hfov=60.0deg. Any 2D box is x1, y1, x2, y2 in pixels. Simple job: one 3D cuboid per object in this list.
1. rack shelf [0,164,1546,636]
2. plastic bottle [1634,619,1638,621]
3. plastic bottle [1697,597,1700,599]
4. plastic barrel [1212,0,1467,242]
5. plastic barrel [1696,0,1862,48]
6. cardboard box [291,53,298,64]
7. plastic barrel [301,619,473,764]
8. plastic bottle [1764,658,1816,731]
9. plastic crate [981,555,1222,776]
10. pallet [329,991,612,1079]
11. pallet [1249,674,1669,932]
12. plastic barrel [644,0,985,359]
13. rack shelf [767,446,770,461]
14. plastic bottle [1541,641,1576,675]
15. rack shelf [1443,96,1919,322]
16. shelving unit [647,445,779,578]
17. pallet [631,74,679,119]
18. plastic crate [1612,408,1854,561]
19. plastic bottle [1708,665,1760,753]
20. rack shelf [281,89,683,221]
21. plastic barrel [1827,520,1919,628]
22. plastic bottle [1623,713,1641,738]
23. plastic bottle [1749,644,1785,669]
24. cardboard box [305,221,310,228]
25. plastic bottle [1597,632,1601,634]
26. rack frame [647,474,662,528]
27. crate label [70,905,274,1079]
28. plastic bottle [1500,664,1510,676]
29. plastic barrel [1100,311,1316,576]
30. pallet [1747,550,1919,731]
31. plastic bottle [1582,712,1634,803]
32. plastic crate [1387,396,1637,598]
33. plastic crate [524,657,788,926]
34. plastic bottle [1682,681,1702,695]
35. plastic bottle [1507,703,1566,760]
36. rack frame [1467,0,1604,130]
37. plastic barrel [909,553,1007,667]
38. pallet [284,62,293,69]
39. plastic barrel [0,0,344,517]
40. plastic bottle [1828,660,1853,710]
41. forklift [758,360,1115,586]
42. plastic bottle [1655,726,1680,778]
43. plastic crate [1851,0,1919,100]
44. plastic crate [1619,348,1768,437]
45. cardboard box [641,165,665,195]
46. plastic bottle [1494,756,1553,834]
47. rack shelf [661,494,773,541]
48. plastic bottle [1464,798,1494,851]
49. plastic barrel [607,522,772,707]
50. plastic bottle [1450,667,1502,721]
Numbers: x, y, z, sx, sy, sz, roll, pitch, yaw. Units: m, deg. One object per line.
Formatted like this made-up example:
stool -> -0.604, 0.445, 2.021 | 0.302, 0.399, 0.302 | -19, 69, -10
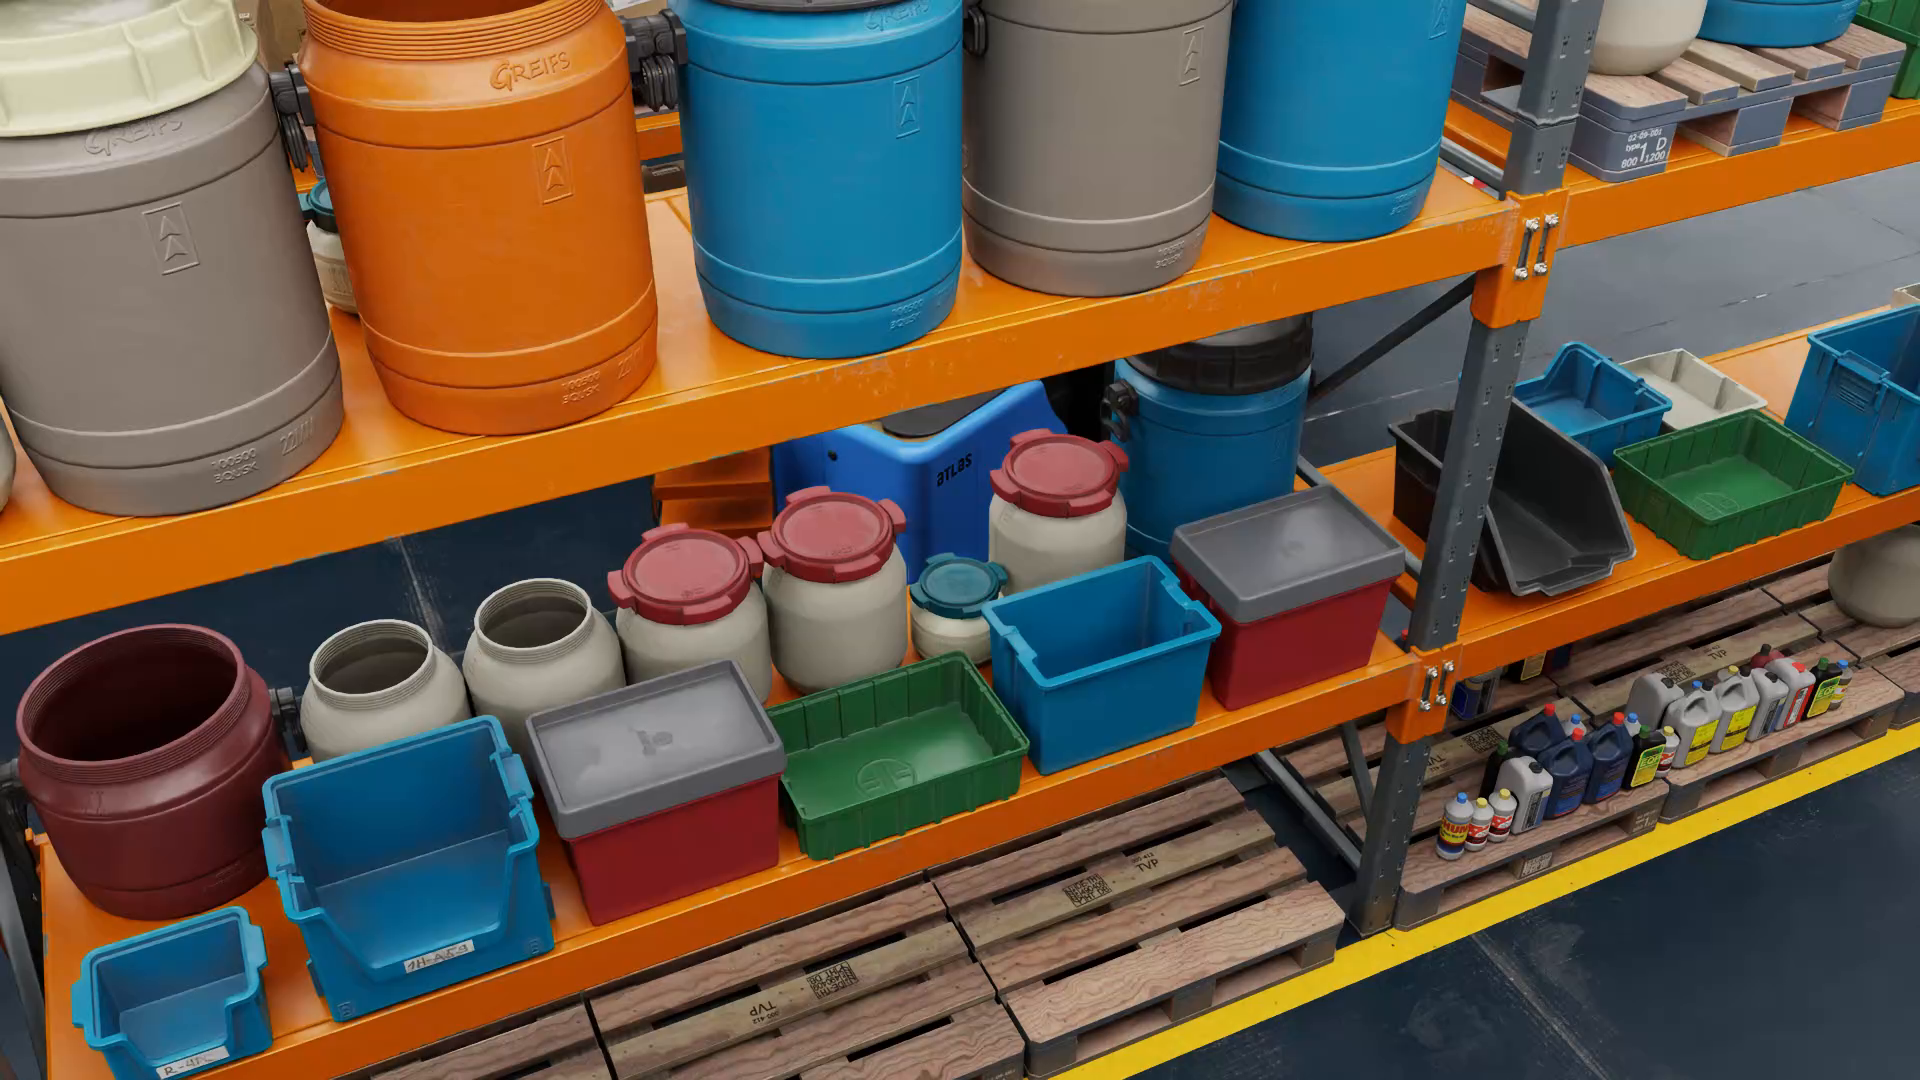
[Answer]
rack shelf -> -0.552, -0.493, 3.983 | 4.000, 0.370, 1.077 | -16, 39, -20
plastic bottle -> 2.796, 0.201, 6.883 | 0.097, 0.271, 0.097 | 0, 37, 0
plastic bottle -> 3.106, 0.114, 6.999 | 0.097, 0.271, 0.097 | 0, 37, 0
plastic barrel -> 0.891, -1.244, 3.971 | 0.708, 0.901, 0.600 | -16, 39, -20
plastic barrel -> 2.205, -1.853, 4.439 | 0.708, 0.901, 0.600 | -16, 39, -20
cardboard box -> -2.852, -2.151, 7.905 | 0.500, 0.250, 0.500 | -17, 40, -21
plastic barrel -> -1.522, 0.508, 4.453 | 0.421, 0.512, 0.421 | 0, 37, 0
plastic bottle -> 3.164, 0.571, 6.379 | 0.135, 0.276, 0.152 | -15, 39, -20
plastic crate -> 0.392, 0.370, 4.747 | 0.575, 0.384, 0.392 | -16, 39, -20
pallet -> -1.645, 1.874, 5.047 | 1.213, 0.211, 1.003 | -16, 39, -20
pallet -> 1.884, 0.889, 6.374 | 1.213, 0.211, 1.003 | -16, 39, -20
plastic barrel -> -0.294, -0.913, 3.524 | 0.708, 0.901, 0.600 | -16, 39, -20
rack shelf -> -1.008, -0.432, 6.666 | 0.480, 0.148, 0.258 | -3, 37, -5
plastic bottle -> 2.380, 0.400, 6.603 | 0.133, 0.283, 0.061 | -16, 39, -20
rack shelf -> 3.069, -1.506, 5.348 | 4.000, 0.370, 1.077 | -16, 39, -20
shelving unit -> -1.008, -0.116, 6.900 | 0.503, 1.200, 0.258 | -3, 37, -5
pallet -> -1.599, -2.563, 8.848 | 1.213, 0.211, 1.003 | -16, 39, -20
plastic crate -> 2.607, -0.190, 5.666 | 0.662, 0.188, 0.450 | -16, 39, -20
plastic bottle -> 2.890, 0.621, 6.250 | 0.185, 0.351, 0.144 | -14, 39, -18
rack shelf -> -2.656, -1.960, 8.478 | 4.000, 0.370, 1.077 | -16, 39, -20
plastic barrel -> 3.863, 0.069, 6.875 | 0.421, 0.512, 0.421 | 0, 37, 0
plastic bottle -> 2.454, 0.750, 6.142 | 0.097, 0.271, 0.097 | 0, 37, 0
plastic bottle -> 3.118, 0.511, 6.454 | 0.133, 0.283, 0.061 | -16, 39, -20
cardboard box -> -3.397, -1.542, 8.410 | 0.500, 0.250, 0.500 | -11, 38, -15
plastic bottle -> 2.615, 0.279, 6.835 | 0.097, 0.201, 0.097 | 0, 37, 0
rack frame -> -1.250, -0.102, 6.880 | 0.015, 1.200, 0.240 | -3, 37, -5
crate label -> -1.822, 1.092, 3.901 | 0.416, 0.233, 0.303 | -16, 39, -20
plastic bottle -> 2.185, 0.355, 6.608 | 0.185, 0.351, 0.144 | -16, 39, -20
plastic barrel -> 0.780, -0.351, 5.284 | 0.708, 0.901, 0.600 | -16, 39, -20
pallet -> 4.093, 0.271, 7.207 | 1.213, 0.211, 1.003 | -16, 39, -20
plastic bottle -> 2.337, 0.775, 6.041 | 0.185, 0.351, 0.144 | -17, 40, -22
plastic crate -> 1.787, -0.123, 5.450 | 0.504, 0.338, 0.767 | -16, 39, -20
plastic crate -> -0.769, 0.659, 4.290 | 0.583, 0.464, 0.402 | -16, 39, -20
plastic bottle -> 2.799, 0.627, 6.367 | 0.097, 0.201, 0.097 | 0, 37, 0
plastic bottle -> 2.104, 0.745, 6.082 | 0.185, 0.351, 0.144 | -16, 39, -20
rack frame -> 1.259, -2.493, 3.558 | 0.127, 3.000, 1.000 | -16, 39, -20
plastic barrel -> -0.005, 0.224, 5.046 | 0.301, 0.262, 0.301 | 0, 37, 0
pallet -> -4.634, -3.788, 12.680 | 1.213, 0.211, 1.003 | -16, 39, -20
plastic barrel -> -1.527, -0.568, 3.059 | 0.600, 0.901, 0.600 | 0, 37, 0
plastic bottle -> 3.403, 0.552, 6.467 | 0.097, 0.201, 0.097 | 0, 37, 0
forklift -> 0.408, -1.501, 7.314 | 1.130, 2.935, 3.031 | 26, 44, 31
plastic bottle -> 2.603, 0.776, 6.165 | 0.097, 0.201, 0.097 | 0, 37, 0
plastic crate -> 2.803, -1.456, 4.855 | 0.450, 0.188, 0.336 | -16, 39, -20
plastic crate -> 2.621, -0.525, 6.162 | 0.437, 0.136, 0.530 | -16, 39, -20
cardboard box -> -1.851, -1.673, 9.217 | 0.500, 0.500, 0.700 | -16, 39, -20
plastic bottle -> 2.014, 0.893, 5.945 | 0.135, 0.276, 0.152 | -14, 39, -18
rack shelf -> -1.008, -0.062, 6.940 | 0.480, 0.148, 0.258 | -3, 37, -5
plastic bottle -> 1.825, 0.994, 5.872 | 0.097, 0.201, 0.097 | 0, 37, 0
plastic barrel -> -0.756, 0.281, 4.739 | 0.433, 0.535, 0.433 | 0, 37, 0
plastic bottle -> 1.979, 0.540, 6.421 | 0.135, 0.276, 0.152 | -16, 39, -20
